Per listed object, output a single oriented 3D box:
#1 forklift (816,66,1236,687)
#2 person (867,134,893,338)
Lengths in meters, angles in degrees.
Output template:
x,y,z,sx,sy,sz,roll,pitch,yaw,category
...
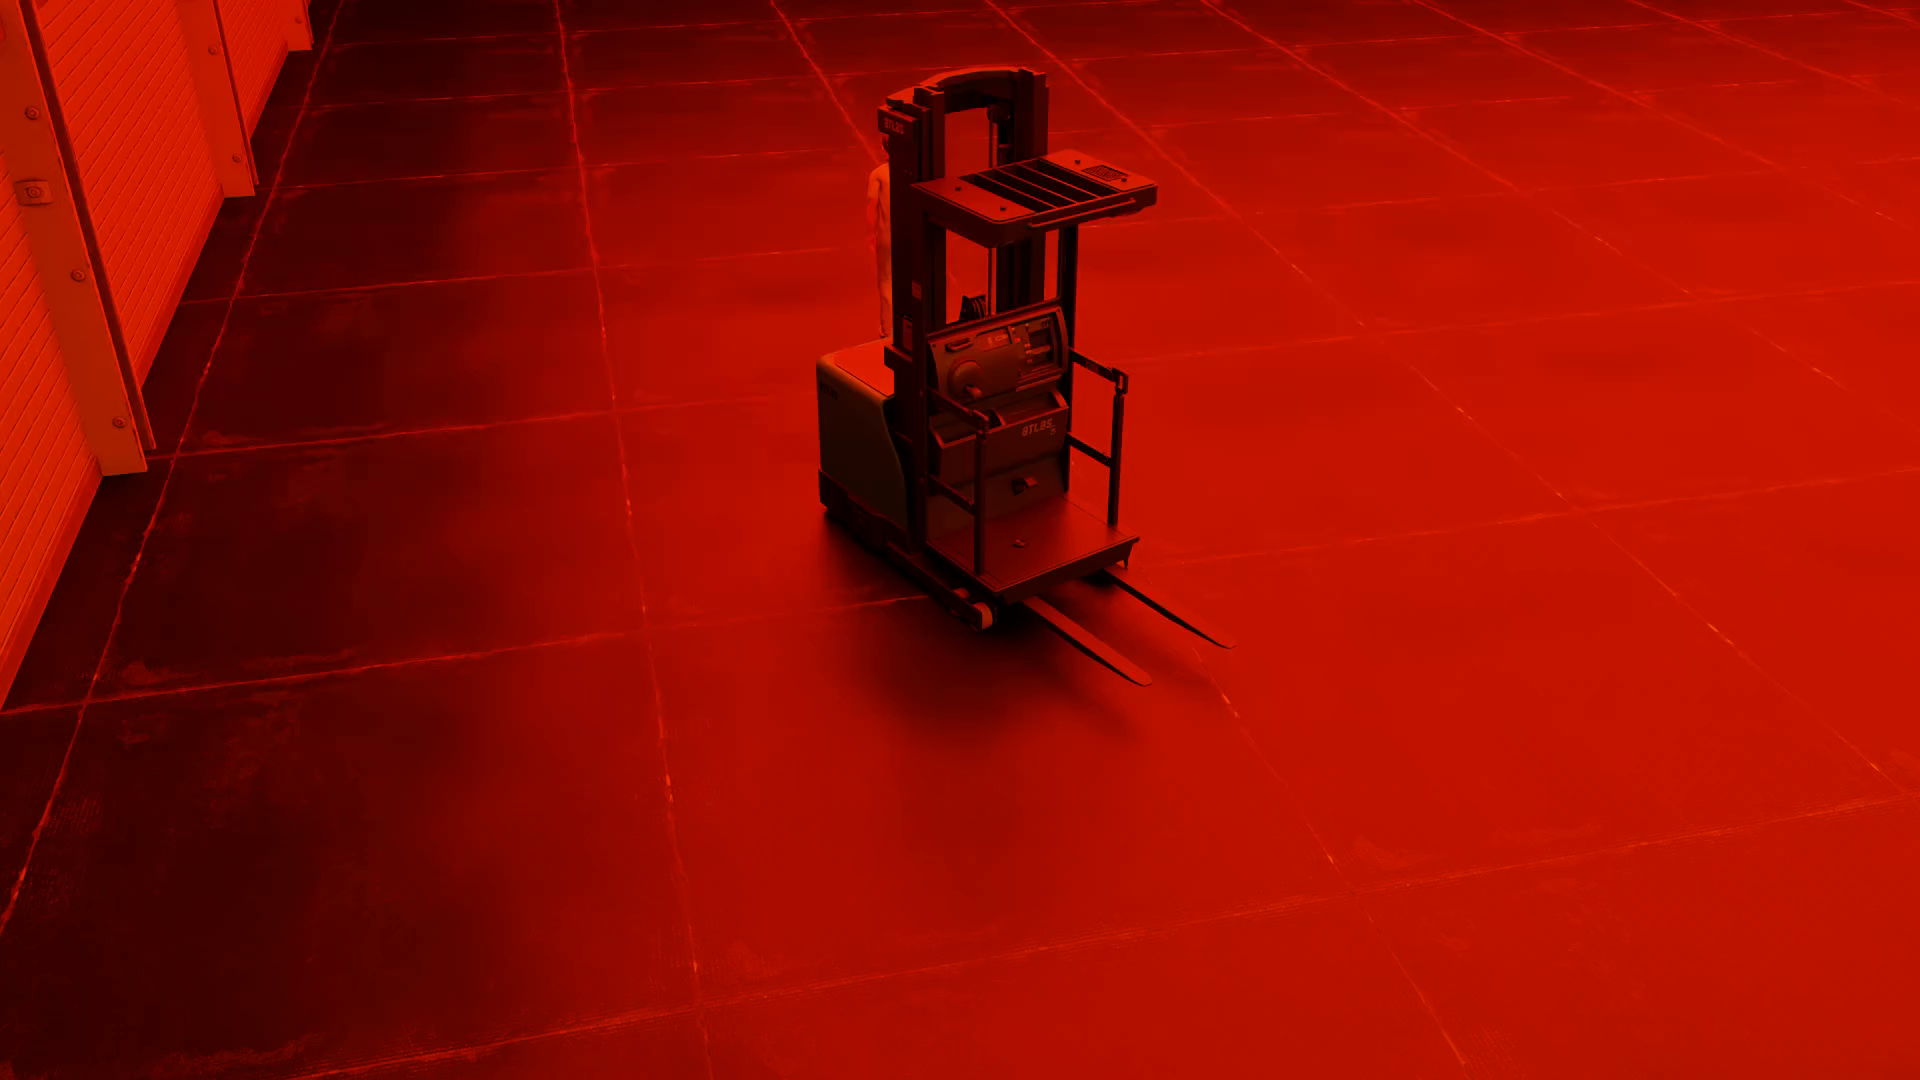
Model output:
x,y,z,sx,sy,sz,roll,pitch,yaw,category
0.355,-1.021,9.338,1.130,2.935,3.031,-20,35,-30,forklift
-0.471,-2.352,12.893,0.504,1.673,0.353,-4,30,-7,person
